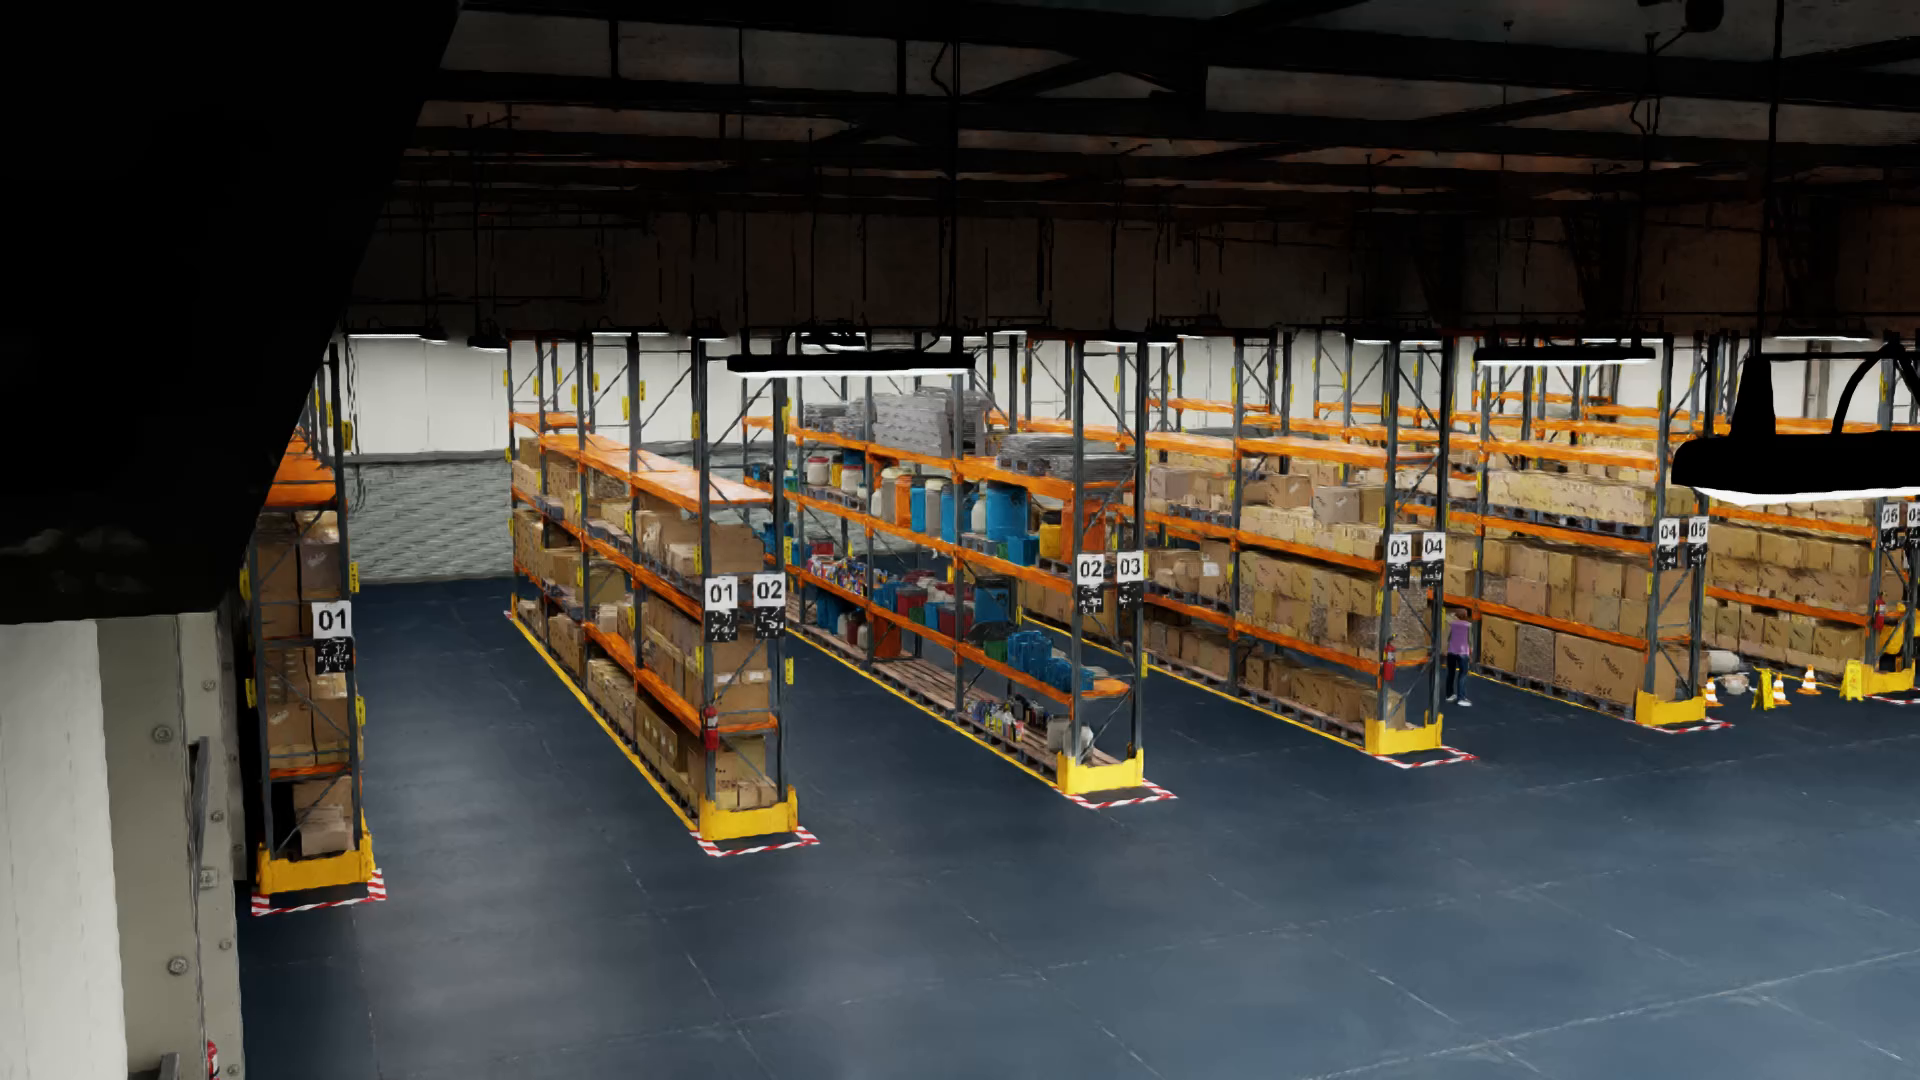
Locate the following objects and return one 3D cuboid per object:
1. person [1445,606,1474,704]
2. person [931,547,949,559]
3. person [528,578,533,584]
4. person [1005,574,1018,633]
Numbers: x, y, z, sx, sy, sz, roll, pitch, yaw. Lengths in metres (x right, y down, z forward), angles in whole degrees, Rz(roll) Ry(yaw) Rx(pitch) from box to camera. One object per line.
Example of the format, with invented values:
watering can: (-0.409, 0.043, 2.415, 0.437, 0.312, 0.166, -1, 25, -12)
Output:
person: (8.120, 1.858, 27.044, 0.468, 1.600, 0.406, 6, 10, 36)
person: (-0.572, -0.406, 43.123, 0.575, 1.775, 0.574, 2, 8, 13)
person: (-9.867, 0.213, 38.926, 0.440, 1.651, 0.626, 2, 8, 11)
person: (0.834, 1.394, 30.421, 0.495, 1.589, 1.086, -3, 8, -20)
